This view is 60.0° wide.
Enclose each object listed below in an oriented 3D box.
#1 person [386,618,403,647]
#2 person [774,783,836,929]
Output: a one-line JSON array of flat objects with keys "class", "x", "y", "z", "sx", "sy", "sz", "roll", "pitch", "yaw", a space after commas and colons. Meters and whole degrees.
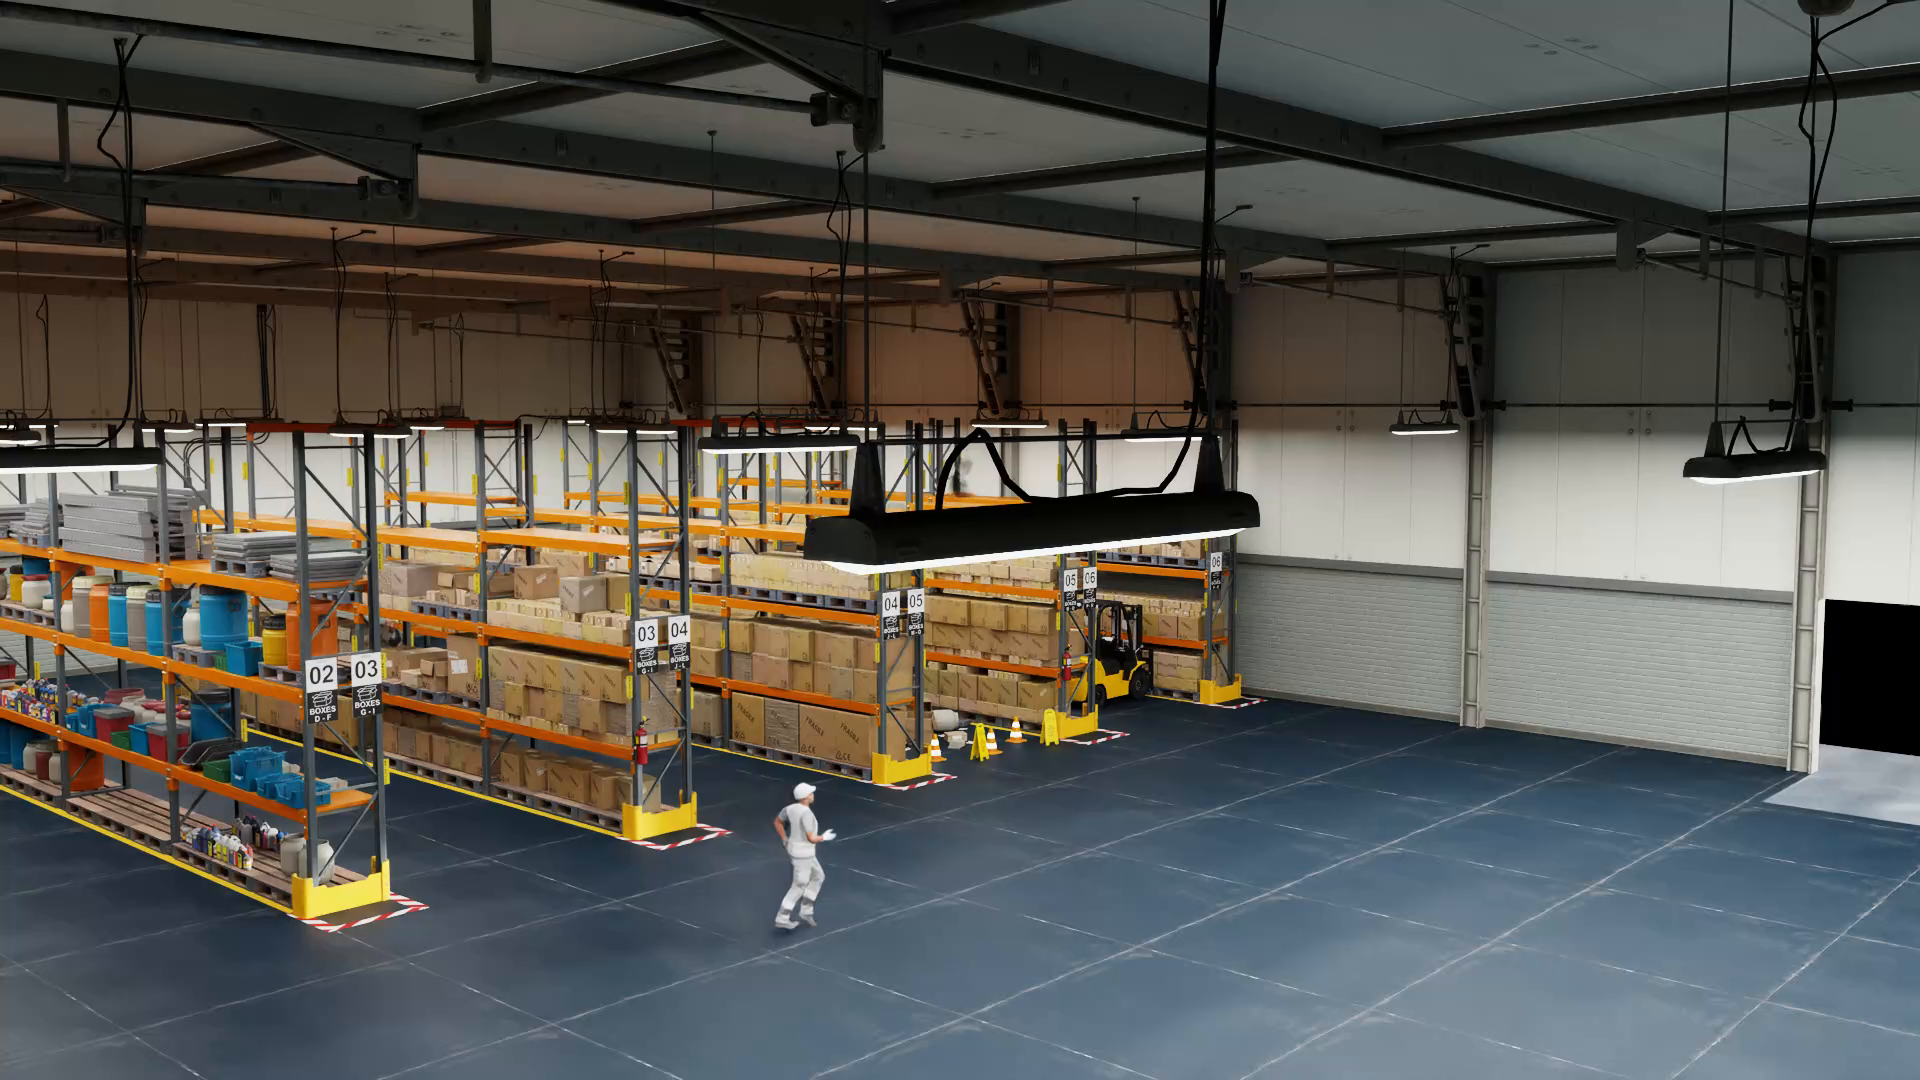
[{"class": "person", "x": -12.294, "y": 2.540, "z": 35.949, "sx": 0.692, "sy": 1.722, "sz": 0.634, "roll": 4, "pitch": 6, "yaw": 42}, {"class": "person", "x": -1.870, "y": 3.819, "z": 19.973, "sx": 0.749, "sy": 1.824, "sz": 0.635, "roll": -2, "pitch": 5, "yaw": -20}]
